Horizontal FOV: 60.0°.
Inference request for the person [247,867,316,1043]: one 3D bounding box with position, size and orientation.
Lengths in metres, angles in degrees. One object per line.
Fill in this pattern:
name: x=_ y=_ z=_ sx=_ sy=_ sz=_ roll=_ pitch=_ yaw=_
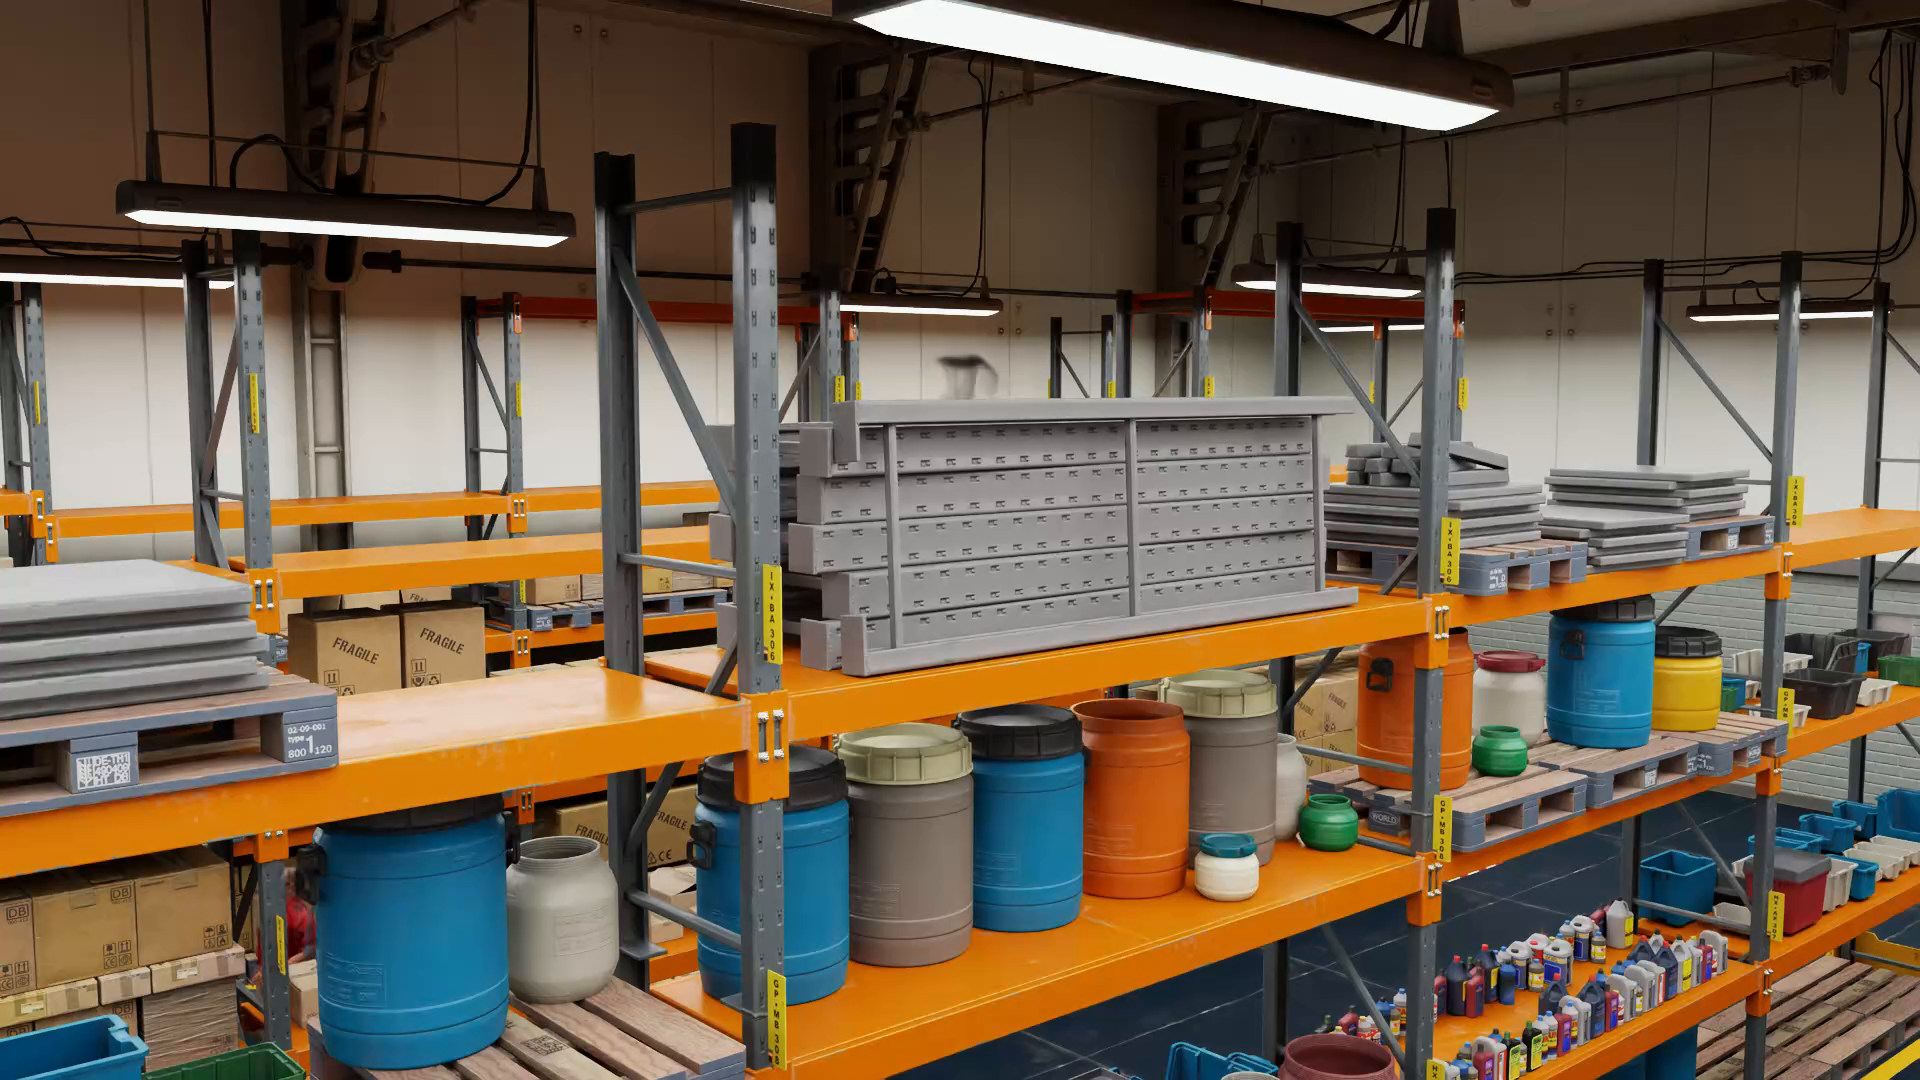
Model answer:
person: x=-4.888 y=3.200 z=12.079 sx=0.604 sy=1.677 sz=0.677 roll=-5 pitch=7 yaw=-40
